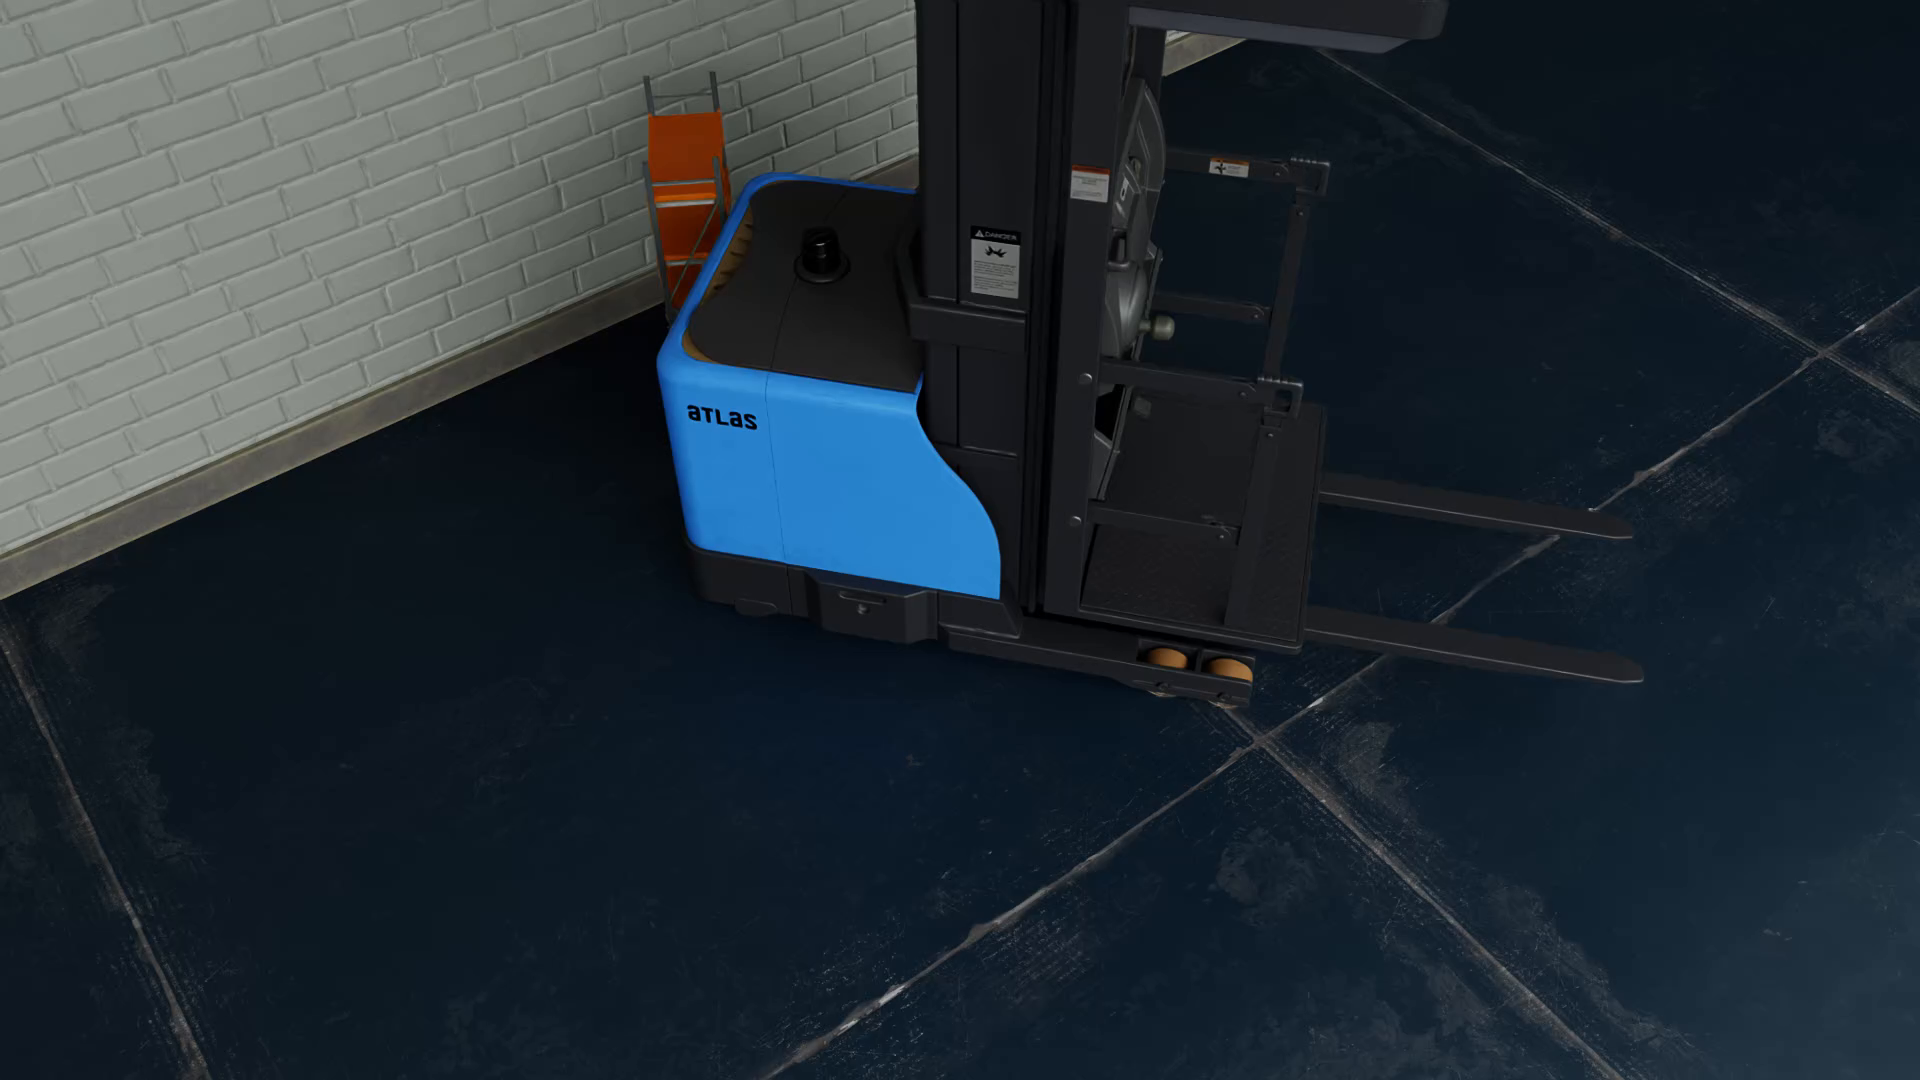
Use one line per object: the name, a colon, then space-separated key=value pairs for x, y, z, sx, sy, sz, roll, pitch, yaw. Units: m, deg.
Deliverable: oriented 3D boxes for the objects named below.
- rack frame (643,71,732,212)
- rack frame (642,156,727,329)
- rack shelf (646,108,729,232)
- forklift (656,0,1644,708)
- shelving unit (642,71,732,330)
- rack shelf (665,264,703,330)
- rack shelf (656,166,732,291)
rack frame: x=-0.935 y=-1.146 z=5.979 sx=0.240 sy=1.200 sz=0.015 roll=-5 pitch=48 yaw=-5
rack frame: x=-0.876 y=-0.787 z=5.654 sx=0.240 sy=1.200 sz=0.015 roll=-5 pitch=48 yaw=-5
rack shelf: x=-0.905 y=-1.230 z=5.525 sx=0.258 sy=0.148 sz=0.480 roll=-5 pitch=48 yaw=-5
forklift: x=0.674 y=-0.888 z=4.576 sx=3.031 sy=2.935 sz=1.130 roll=9 pitch=48 yaw=8
shelving unit: x=-0.905 y=-0.967 z=5.816 sx=0.258 sy=1.200 sz=0.503 roll=-5 pitch=48 yaw=-5
rack shelf: x=-0.905 y=-0.921 z=5.866 sx=0.258 sy=0.148 sz=0.480 roll=-5 pitch=48 yaw=-5
rack shelf: x=-0.905 y=-1.072 z=5.700 sx=0.258 sy=0.148 sz=0.480 roll=-5 pitch=48 yaw=-5
